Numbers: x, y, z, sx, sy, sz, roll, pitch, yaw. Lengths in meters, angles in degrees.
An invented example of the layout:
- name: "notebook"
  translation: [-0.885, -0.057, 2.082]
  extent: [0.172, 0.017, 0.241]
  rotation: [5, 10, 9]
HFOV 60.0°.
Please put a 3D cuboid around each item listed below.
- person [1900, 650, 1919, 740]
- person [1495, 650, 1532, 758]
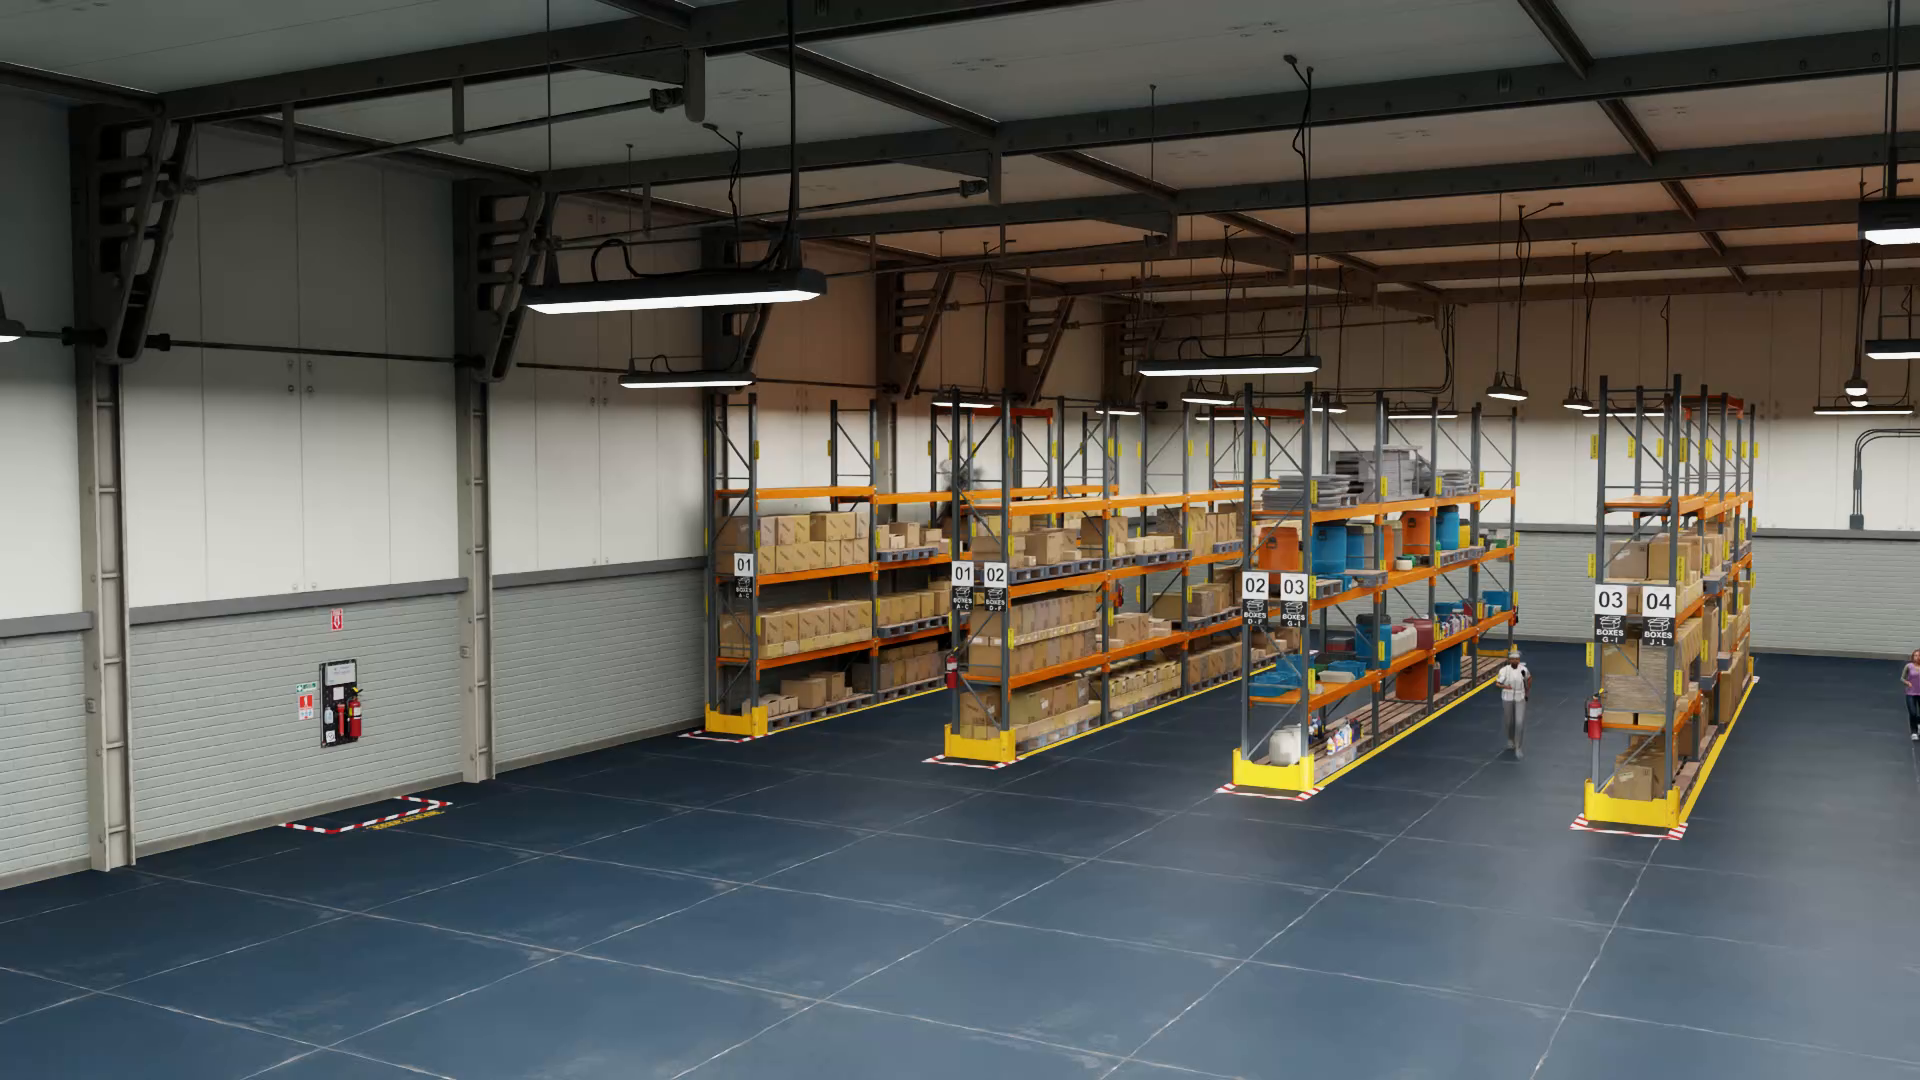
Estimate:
- name: "person"
  translation: [16.467, 2.671, 28.602]
  extent: [0.522, 1.556, 0.528]
  rotation: [1, 3, 24]
- name: "person"
  translation: [9.118, 2.661, 27.402]
  extent: [0.571, 1.731, 0.860]
  rotation: [1, 3, 18]
